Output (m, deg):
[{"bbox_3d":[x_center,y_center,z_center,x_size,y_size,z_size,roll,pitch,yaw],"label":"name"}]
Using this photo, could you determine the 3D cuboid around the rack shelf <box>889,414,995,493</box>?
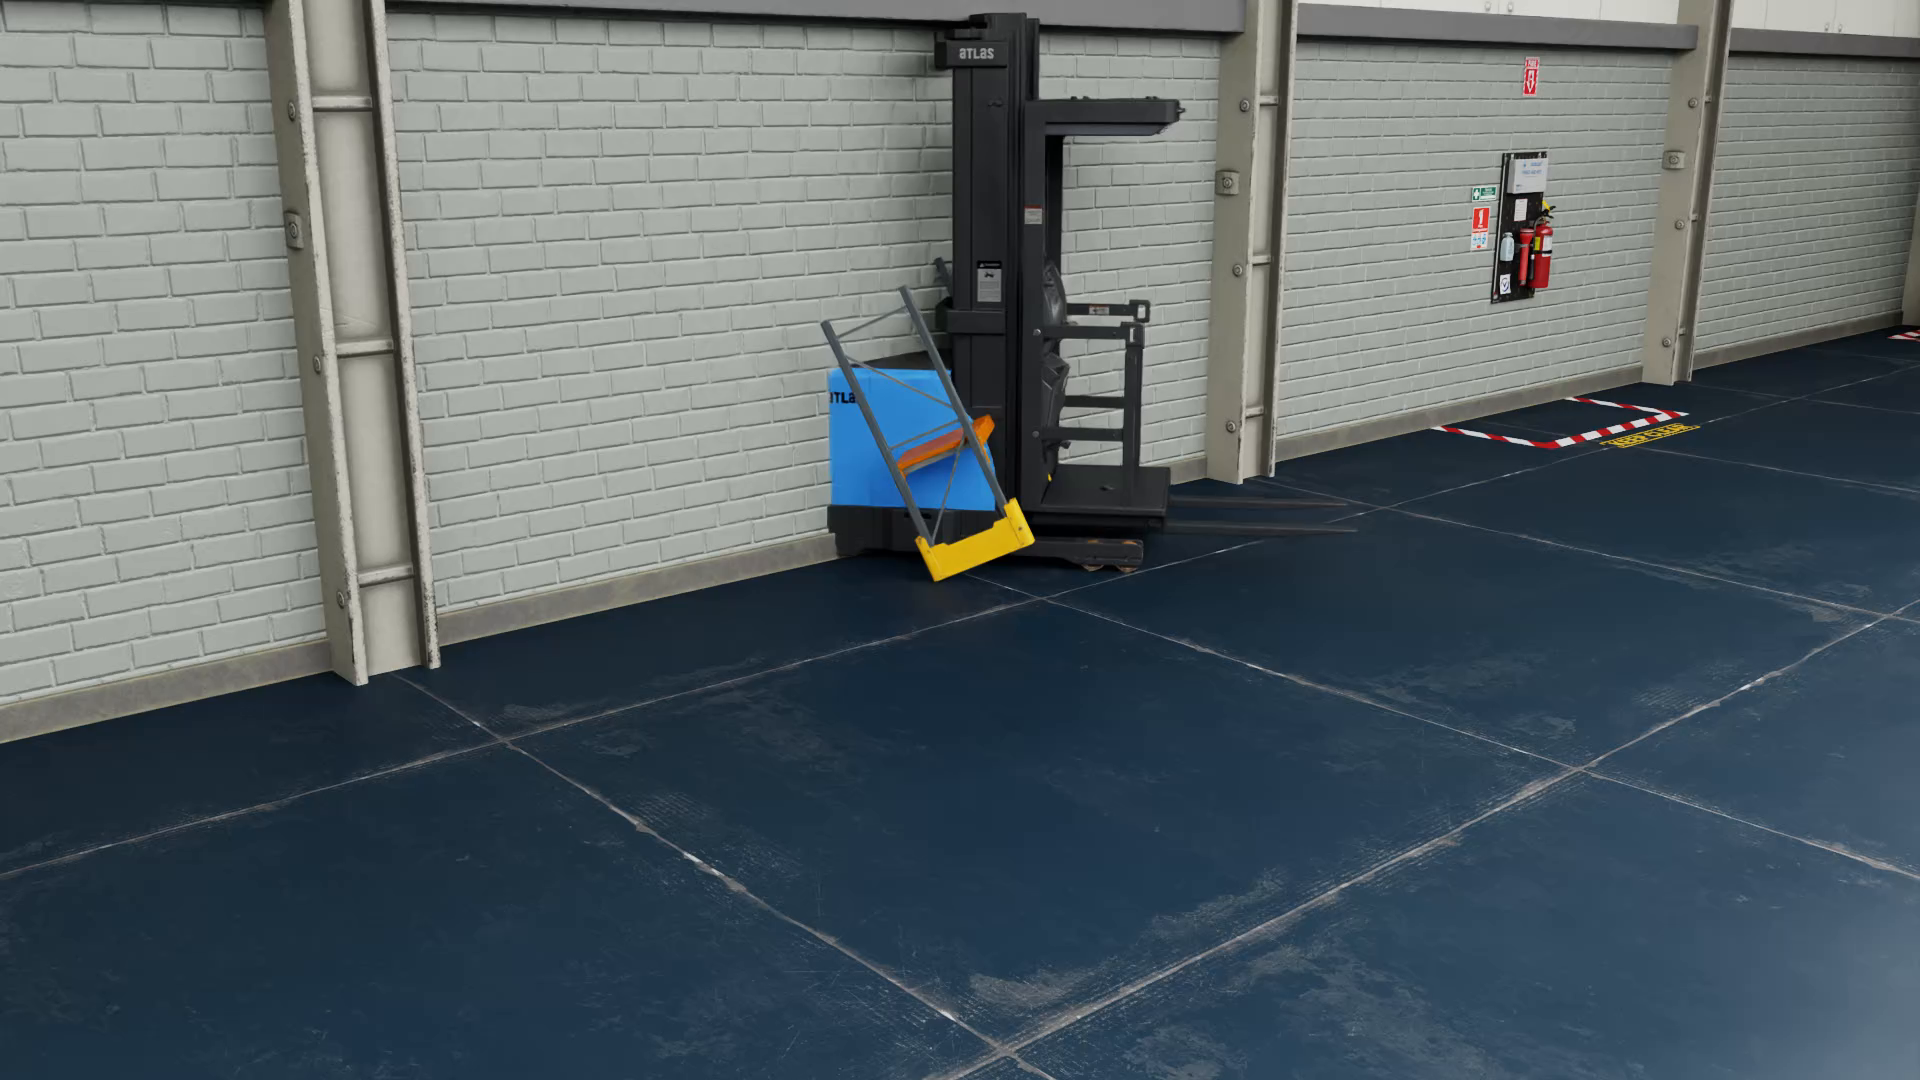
[{"bbox_3d":[-0.028,-0.539,9.189,0.538,0.185,1.000,-22,13,16],"label":"rack shelf"}]

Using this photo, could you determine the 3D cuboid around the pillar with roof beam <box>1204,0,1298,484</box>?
[{"bbox_3d":[4.736,-3.945,7.083,0.400,9.000,9.100,-13,19,-39],"label":"pillar with roof beam"}]

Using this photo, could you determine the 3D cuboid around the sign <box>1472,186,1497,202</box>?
[{"bbox_3d":[4.071,-2.689,12.909,0.331,0.109,0.001,-13,19,-39],"label":"sign"}]

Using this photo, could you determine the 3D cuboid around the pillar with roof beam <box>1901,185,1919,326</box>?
[{"bbox_3d":[13.788,-5.978,14.694,0.400,9.000,9.100,-13,19,-39],"label":"pillar with roof beam"}]

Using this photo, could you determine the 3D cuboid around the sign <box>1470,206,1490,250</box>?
[{"bbox_3d":[4.062,-2.434,12.981,0.234,0.329,0.001,-13,19,-39],"label":"sign"}]

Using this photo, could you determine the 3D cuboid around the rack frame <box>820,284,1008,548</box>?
[{"bbox_3d":[-0.186,-0.546,8.673,0.500,1.500,0.032,-22,13,16],"label":"rack frame"}]

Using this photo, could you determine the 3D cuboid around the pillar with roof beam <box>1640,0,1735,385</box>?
[{"bbox_3d":[9.262,-4.962,10.889,0.400,9.000,9.100,-13,19,-39],"label":"pillar with roof beam"}]

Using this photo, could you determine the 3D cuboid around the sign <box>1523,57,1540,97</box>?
[{"bbox_3d":[4.475,-3.628,13.029,0.199,0.298,0.001,-13,19,-39],"label":"sign"}]

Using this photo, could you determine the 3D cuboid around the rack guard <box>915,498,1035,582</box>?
[{"bbox_3d":[0.077,0.001,8.822,0.587,0.250,0.087,-22,13,16],"label":"rack guard"}]

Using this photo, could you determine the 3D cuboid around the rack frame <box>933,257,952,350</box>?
[{"bbox_3d":[-0.020,-0.850,9.629,0.500,1.500,0.032,-22,13,16],"label":"rack frame"}]

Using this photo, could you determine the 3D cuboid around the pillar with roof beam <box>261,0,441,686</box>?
[{"bbox_3d":[0.209,-2.929,3.278,0.400,9.000,9.100,-13,19,-39],"label":"pillar with roof beam"}]

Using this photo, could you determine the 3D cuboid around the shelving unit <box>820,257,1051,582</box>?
[{"bbox_3d":[-0.102,-0.701,9.160,0.587,1.500,1.083,-22,13,16],"label":"shelving unit"}]

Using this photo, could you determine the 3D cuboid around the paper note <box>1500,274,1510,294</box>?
[{"bbox_3d":[4.368,-2.048,13.313,0.142,0.148,0.016,-13,19,-39],"label":"paper note"}]

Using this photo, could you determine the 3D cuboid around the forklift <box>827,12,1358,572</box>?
[{"bbox_3d":[0.716,-1.389,9.270,3.031,2.935,1.130,2,15,8],"label":"forklift"}]

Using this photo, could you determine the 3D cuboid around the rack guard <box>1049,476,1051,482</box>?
[{"bbox_3d":[0.239,-0.296,9.759,0.587,0.250,0.087,-22,13,16],"label":"rack guard"}]

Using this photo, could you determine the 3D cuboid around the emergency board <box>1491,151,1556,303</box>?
[{"bbox_3d":[4.547,-2.490,13.261,0.643,1.169,0.194,-13,19,-39],"label":"emergency board"}]
